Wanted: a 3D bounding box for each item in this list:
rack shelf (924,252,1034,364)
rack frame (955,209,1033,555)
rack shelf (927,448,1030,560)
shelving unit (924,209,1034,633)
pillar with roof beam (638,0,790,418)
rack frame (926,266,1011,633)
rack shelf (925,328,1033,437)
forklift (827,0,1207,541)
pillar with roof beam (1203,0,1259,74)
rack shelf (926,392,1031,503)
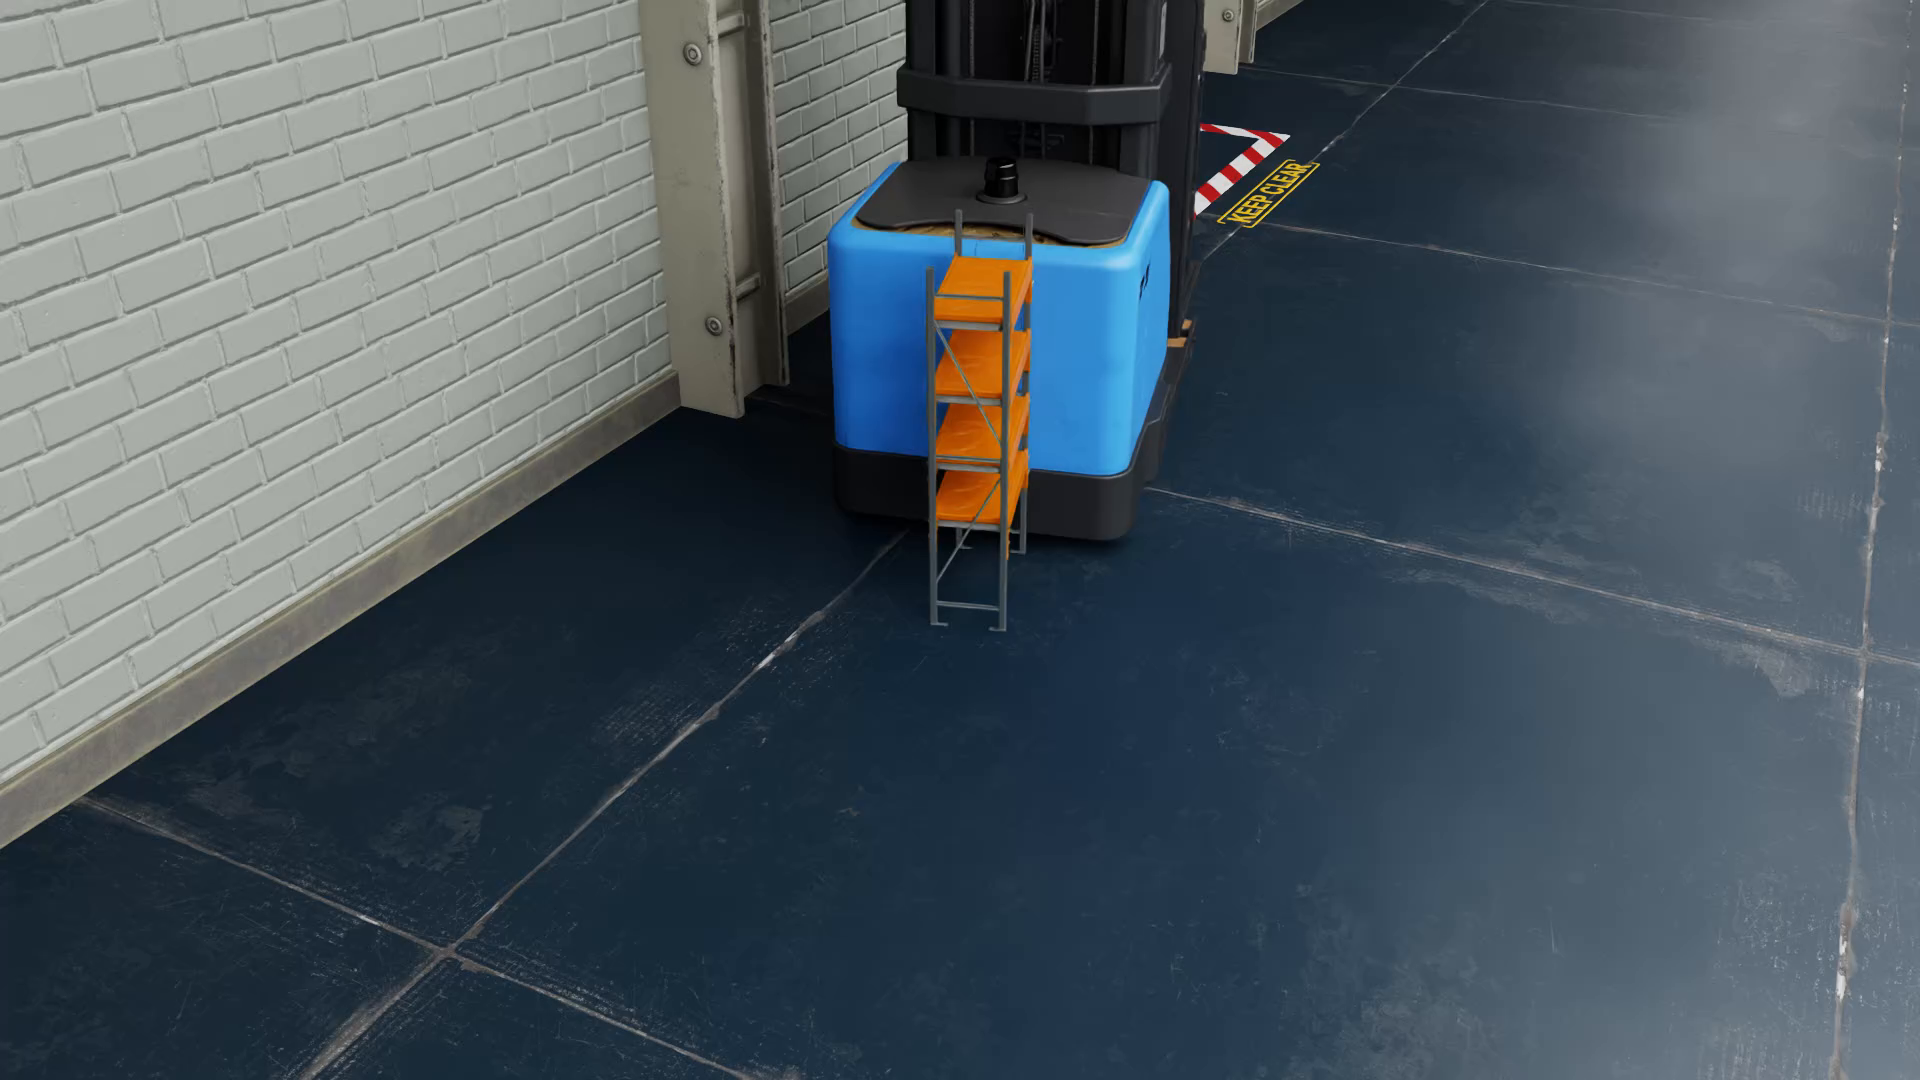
[{"bbox_3d":[0.064,-0.700,4.973,0.258,0.148,0.480,5,31,8],"label":"rack shelf"},{"bbox_3d":[0.104,-0.482,5.379,0.240,1.200,0.015,5,31,8],"label":"rack frame"},{"bbox_3d":[0.065,-0.131,5.304,0.258,0.148,0.480,5,31,8],"label":"rack shelf"},{"bbox_3d":[0.064,-0.361,5.170,0.258,1.200,0.503,5,31,8],"label":"shelving unit"},{"bbox_3d":[2.906,-3.529,2.858,9.100,9.000,0.400,14,33,23],"label":"pillar with roof beam"},{"bbox_3d":[0.025,-0.240,4.962,0.240,1.200,0.015,5,31,8],"label":"rack frame"},{"bbox_3d":[0.064,-0.496,5.092,0.258,0.148,0.480,5,31,8],"label":"rack shelf"},{"bbox_3d":[0.397,-1.988,6.269,1.130,2.935,3.031,7,31,12],"label":"forklift"},{"bbox_3d":[5.639,-6.188,7.490,9.100,9.000,0.400,14,33,23],"label":"pillar with roof beam"},{"bbox_3d":[0.064,-0.303,5.204,0.258,0.148,0.480,5,31,8],"label":"rack shelf"}]
